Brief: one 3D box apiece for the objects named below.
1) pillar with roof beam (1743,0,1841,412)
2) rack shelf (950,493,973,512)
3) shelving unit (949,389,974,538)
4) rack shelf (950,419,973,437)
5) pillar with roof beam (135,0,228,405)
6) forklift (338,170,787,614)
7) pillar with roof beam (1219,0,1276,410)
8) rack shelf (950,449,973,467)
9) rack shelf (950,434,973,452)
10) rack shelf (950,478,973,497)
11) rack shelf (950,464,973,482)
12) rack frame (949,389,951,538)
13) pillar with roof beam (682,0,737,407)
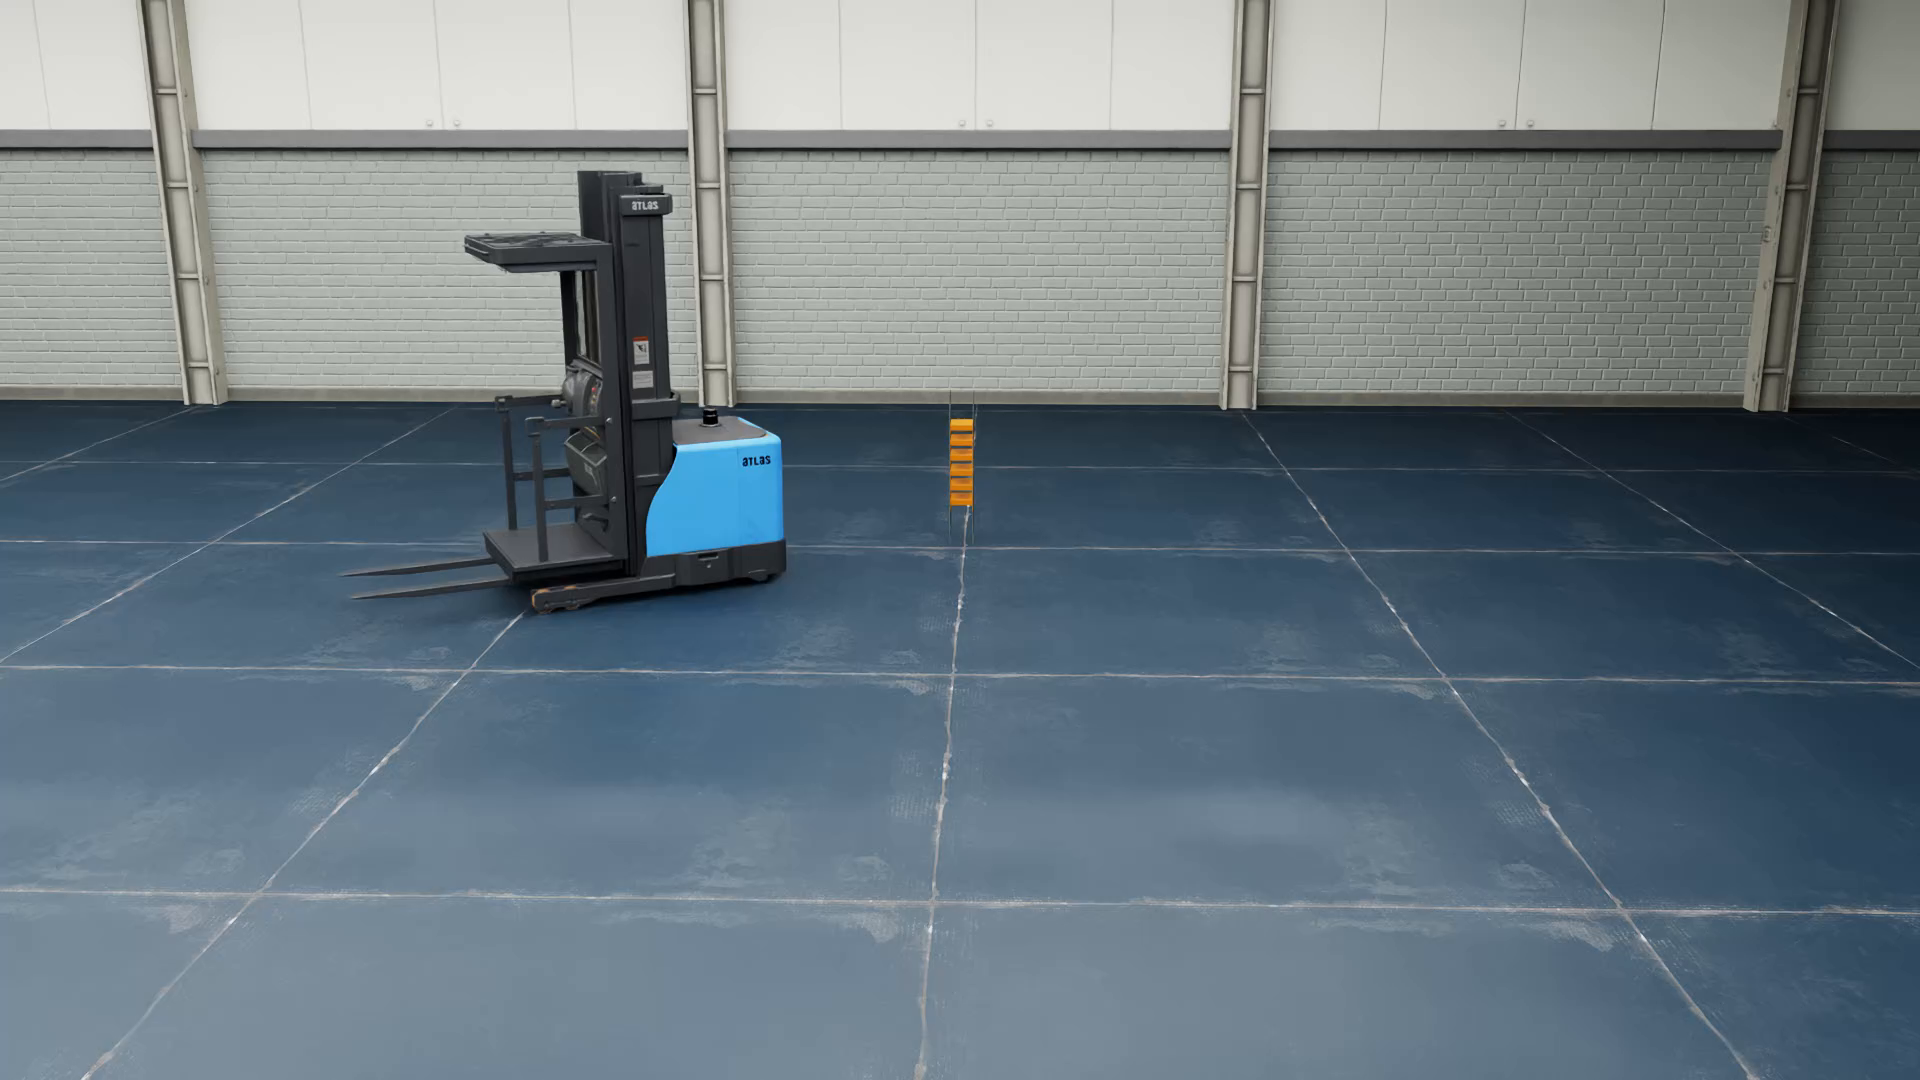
[{"bbox_3d":[9.082,-4.744,13.683,0.400,9.000,9.100,0,15,1],"label":"pillar with roof beam"},{"bbox_3d":[0.014,-0.305,13.259,0.180,0.103,0.258,0,15,1],"label":"rack shelf"},{"bbox_3d":[0.014,-0.580,13.187,0.189,1.200,0.258,0,15,1],"label":"shelving unit"},{"bbox_3d":[0.014,-0.885,13.106,0.180,0.103,0.258,0,15,1],"label":"rack shelf"},{"bbox_3d":[-8.912,-4.862,14.127,0.400,9.000,9.100,0,15,1],"label":"pillar with roof beam"},{"bbox_3d":[-2.828,-1.065,11.632,3.031,2.935,1.130,-7,16,-26],"label":"forklift"},{"bbox_3d":[3.084,-4.783,13.831,0.400,9.000,9.100,0,15,1],"label":"pillar with roof beam"},{"bbox_3d":[0.014,-0.653,13.167,0.180,0.103,0.258,0,15,1],"label":"rack shelf"},{"bbox_3d":[0.014,-0.769,13.137,0.180,0.103,0.258,0,15,1],"label":"rack shelf"},{"bbox_3d":[0.014,-0.421,13.229,0.180,0.103,0.258,0,15,1],"label":"rack shelf"},{"bbox_3d":[0.014,-0.537,13.198,0.180,0.103,0.258,0,15,1],"label":"rack shelf"},{"bbox_3d":[-0.077,-0.581,13.189,0.006,1.200,0.240,0,15,1],"label":"rack frame"},{"bbox_3d":[-2.914,-4.823,13.979,0.400,9.000,9.100,0,15,1],"label":"pillar with roof beam"}]
